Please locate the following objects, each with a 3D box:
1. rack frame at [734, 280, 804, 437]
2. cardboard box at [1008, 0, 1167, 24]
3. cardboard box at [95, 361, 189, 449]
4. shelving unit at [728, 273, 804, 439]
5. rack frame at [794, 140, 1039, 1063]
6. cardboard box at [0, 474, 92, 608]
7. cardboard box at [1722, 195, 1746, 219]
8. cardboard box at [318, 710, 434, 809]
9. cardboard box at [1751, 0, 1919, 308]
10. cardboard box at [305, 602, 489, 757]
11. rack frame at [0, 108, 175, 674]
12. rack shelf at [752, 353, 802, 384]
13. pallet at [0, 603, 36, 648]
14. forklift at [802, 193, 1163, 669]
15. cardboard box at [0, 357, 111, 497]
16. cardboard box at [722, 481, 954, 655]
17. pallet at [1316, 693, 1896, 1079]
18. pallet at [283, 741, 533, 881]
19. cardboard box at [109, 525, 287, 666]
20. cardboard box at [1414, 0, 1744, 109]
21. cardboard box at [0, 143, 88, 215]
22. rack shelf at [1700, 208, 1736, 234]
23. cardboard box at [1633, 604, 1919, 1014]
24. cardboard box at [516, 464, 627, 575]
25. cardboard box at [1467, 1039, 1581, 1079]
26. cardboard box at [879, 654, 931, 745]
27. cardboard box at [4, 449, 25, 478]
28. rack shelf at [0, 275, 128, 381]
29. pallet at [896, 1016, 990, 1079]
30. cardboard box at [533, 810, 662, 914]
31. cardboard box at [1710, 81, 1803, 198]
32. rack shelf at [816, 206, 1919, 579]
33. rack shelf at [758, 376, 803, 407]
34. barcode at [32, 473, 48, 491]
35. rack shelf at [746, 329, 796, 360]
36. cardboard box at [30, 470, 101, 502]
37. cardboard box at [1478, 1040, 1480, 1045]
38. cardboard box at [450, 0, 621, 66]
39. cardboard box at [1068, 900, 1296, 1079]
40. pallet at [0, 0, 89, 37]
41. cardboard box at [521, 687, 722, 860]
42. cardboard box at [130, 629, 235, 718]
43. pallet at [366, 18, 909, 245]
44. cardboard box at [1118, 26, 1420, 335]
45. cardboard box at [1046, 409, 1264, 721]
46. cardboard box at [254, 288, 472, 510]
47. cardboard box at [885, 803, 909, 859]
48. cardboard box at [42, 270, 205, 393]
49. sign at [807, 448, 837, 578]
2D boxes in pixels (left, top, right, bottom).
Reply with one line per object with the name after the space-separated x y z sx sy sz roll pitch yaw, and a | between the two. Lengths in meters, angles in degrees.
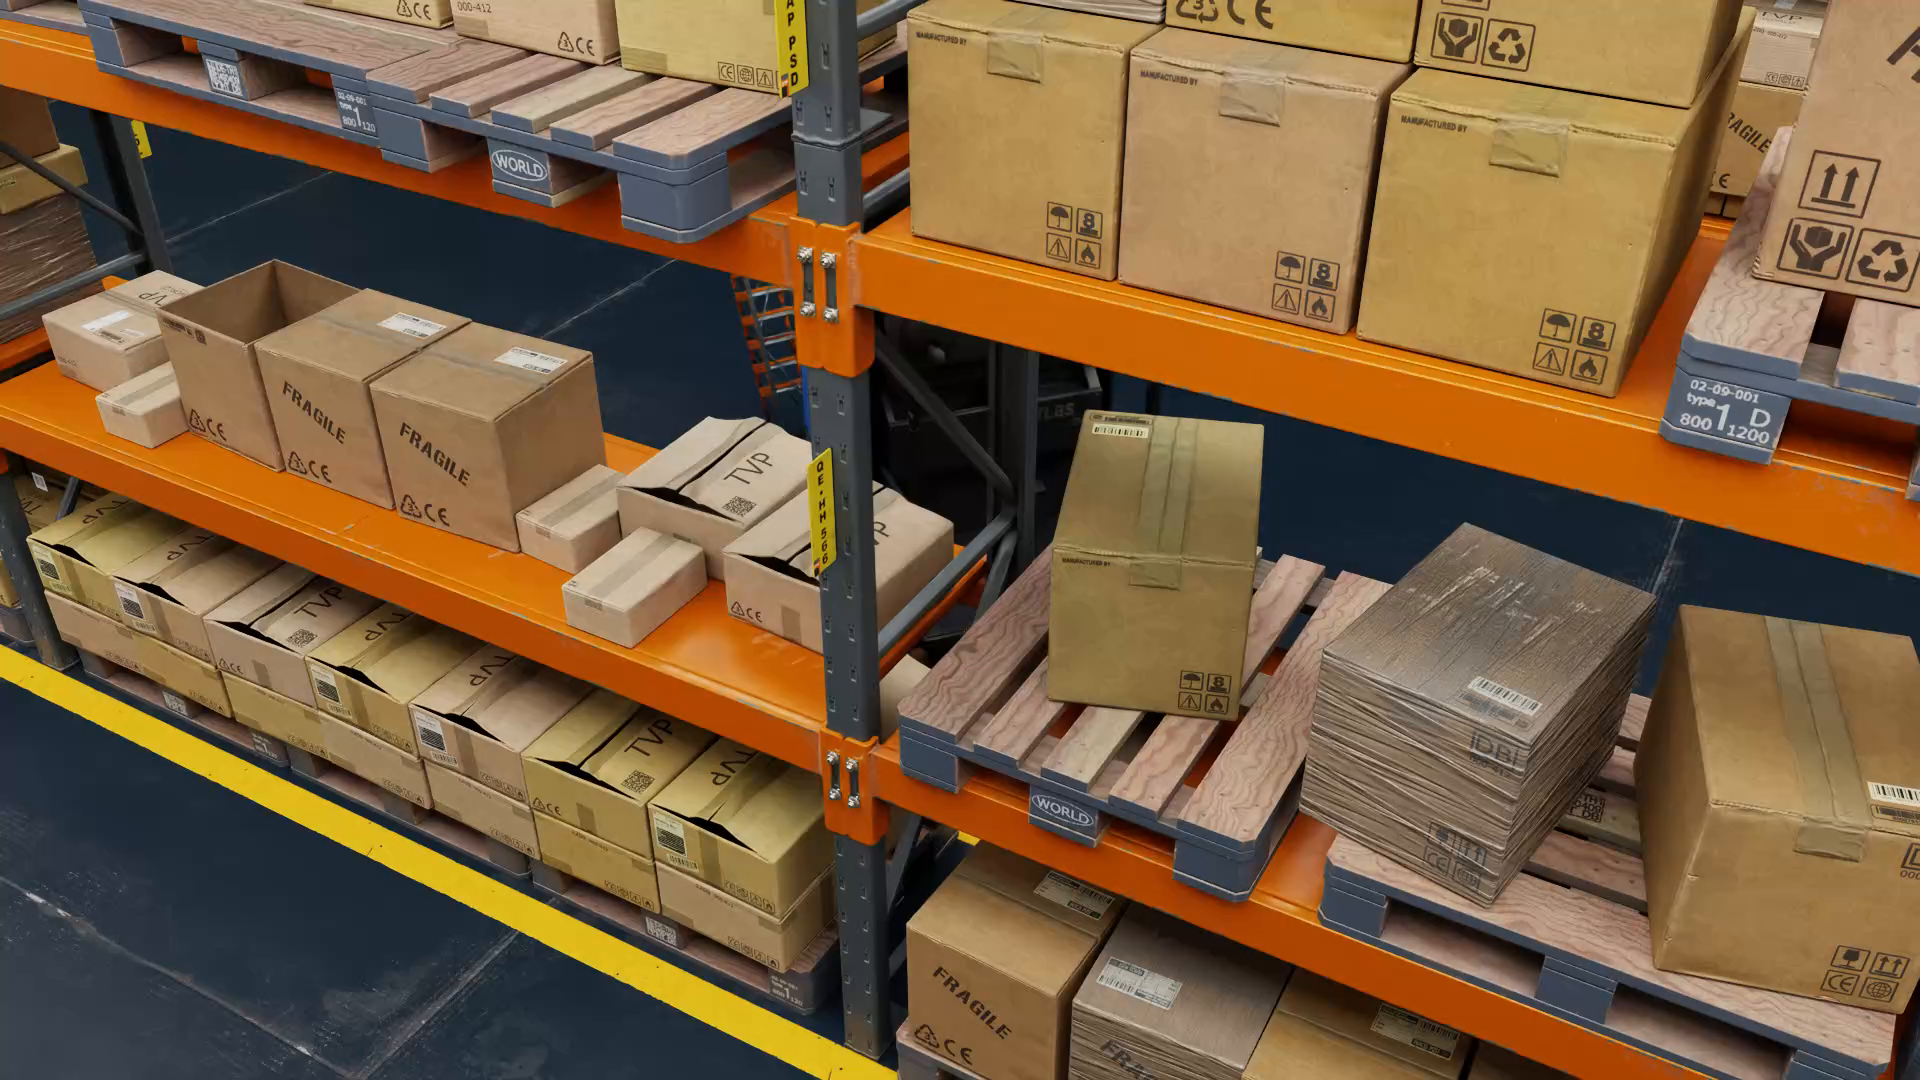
-0.955 -1.019 8.308 0.240 1.200 0.006 -18 11 -24 | rack frame
0.308 -1.434 3.499 0.500 0.500 0.500 18 37 24 | cardboard box
-2.872 -0.504 6.027 0.250 0.149 0.380 18 37 24 | cardboard box
-0.914 -1.014 8.226 0.258 1.200 0.189 -18 11 -24 | shelving unit
-0.067 0.149 4.820 0.127 3.000 1.000 18 37 24 | rack frame
-4.051 -0.003 7.151 0.500 0.250 0.500 18 37 24 | cardboard box
3.689 -1.597 7.650 0.250 0.149 0.380 18 38 25 | cardboard box
-1.978 0.672 6.137 0.500 0.250 0.500 18 38 25 | cardboard box
1.845 -0.797 2.974 0.600 0.600 0.600 16 37 23 | cardboard box
-1.970 0.441 5.977 0.500 0.311 0.500 19 38 26 | cardboard box
-3.540 -0.951 6.471 0.127 3.000 1.000 18 37 24 | rack frame
-0.878 -0.856 8.254 0.258 0.103 0.180 -18 11 -24 | rack shelf
-4.210 -0.029 7.603 1.213 0.211 1.003 18 37 24 | pallet
0.204 -0.872 6.415 1.130 2.935 3.031 -11 35 -16 | forklift
-3.788 -0.571 7.327 0.500 0.500 0.500 18 37 24 | cardboard box
-0.361 0.065 5.026 0.500 0.311 0.500 20 39 27 | cardboard box
1.623 0.762 4.073 1.213 0.211 1.003 18 37 24 | pallet
-1.818 0.729 6.465 1.213 0.211 1.003 18 37 24 | pallet
-2.873 0.159 6.401 0.500 0.311 0.500 17 37 24 | cardboard box
1.194 -1.153 3.077 0.500 0.500 0.500 18 37 24 | cardboard box
-3.677 -1.429 6.515 0.250 0.149 0.380 18 37 24 | cardboard box
4.124 -1.386 7.774 4.000 0.370 1.077 18 37 24 | rack shelf
1.841 0.577 3.708 0.500 0.500 0.700 8 35 12 | cardboard box
-1.203 -0.070 5.375 0.250 0.149 0.380 21 39 28 | cardboard box
1.532 1.692 4.361 0.500 0.500 0.500 16 37 23 | cardboard box
-0.376 0.600 5.738 0.500 0.311 0.500 19 38 26 | cardboard box
-4.480 -0.459 7.158 0.500 0.500 0.500 18 37 24 | cardboard box
-5.277 -1.201 7.497 4.000 0.370 1.077 18 37 24 | rack shelf
0.562 1.533 5.257 1.213 0.211 1.003 18 37 24 | pallet
-1.094 0.952 5.717 0.500 0.250 0.500 17 37 24 | cardboard box
3.562 -1.867 7.471 0.500 0.500 0.500 17 37 24 | cardboard box
1.669 -0.250 3.362 4.000 0.370 1.077 18 37 24 | rack shelf
-0.851 -0.740 8.275 0.258 0.103 0.180 -18 11 -24 | rack shelf
-3.525 -0.223 6.370 0.075 0.075 0.001 18 37 24 | barcode
-0.904 -0.971 8.234 0.258 0.103 0.180 -18 11 -24 | rack shelf
-3.792 -0.255 7.528 0.500 0.250 0.500 18 37 24 | cardboard box
1.769 1.435 4.748 0.500 0.500 0.500 16 37 23 | cardboard box
-0.953 -1.445 4.263 0.500 0.250 0.500 19 38 26 | cardboard box
0.643 1.411 4.784 0.500 0.500 0.500 16 37 23 | cardboard box
-2.768 -1.883 5.338 1.217 0.209 0.805 16 37 23 | pallet
-1.099 0.720 5.558 0.500 0.311 0.500 17 37 24 | cardboard box
-2.870 0.390 6.559 0.500 0.250 0.500 19 38 26 | cardboard box
-0.701 -1.164 4.256 1.003 0.211 1.213 19 38 27 | pallet
0.771 -0.897 3.594 0.500 0.500 0.910 18 37 24 | cardboard box
0.535 0.052 4.497 0.500 0.500 0.700 6 34 9 | cardboard box
-1.989 -0.491 5.690 0.500 0.500 0.500 18 38 24 | cardboard box
-0.376 0.834 5.894 0.500 0.250 0.500 17 37 24 | cardboard box
-3.091 -0.774 6.341 0.500 0.250 0.500 20 39 27 | cardboard box
-0.340 -0.065 4.096 0.005 0.325 0.100 18 37 24 | sign
